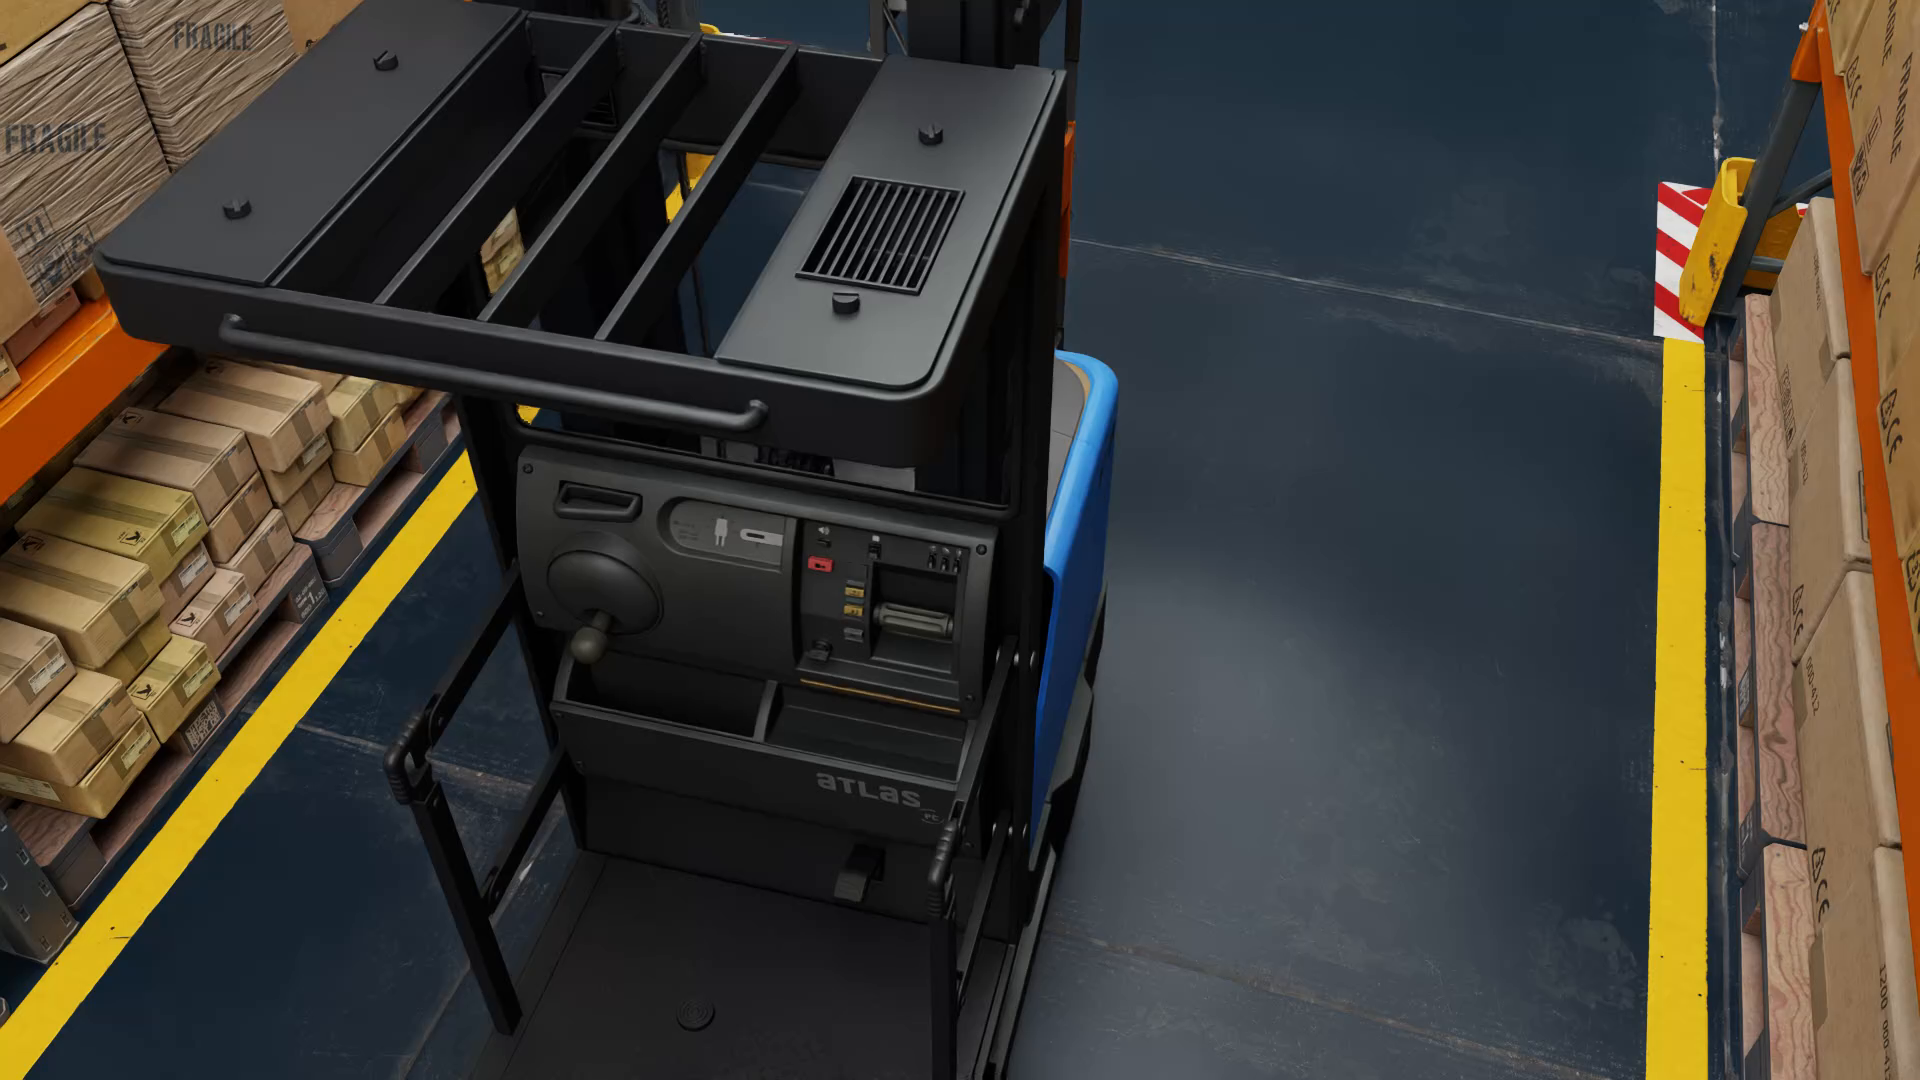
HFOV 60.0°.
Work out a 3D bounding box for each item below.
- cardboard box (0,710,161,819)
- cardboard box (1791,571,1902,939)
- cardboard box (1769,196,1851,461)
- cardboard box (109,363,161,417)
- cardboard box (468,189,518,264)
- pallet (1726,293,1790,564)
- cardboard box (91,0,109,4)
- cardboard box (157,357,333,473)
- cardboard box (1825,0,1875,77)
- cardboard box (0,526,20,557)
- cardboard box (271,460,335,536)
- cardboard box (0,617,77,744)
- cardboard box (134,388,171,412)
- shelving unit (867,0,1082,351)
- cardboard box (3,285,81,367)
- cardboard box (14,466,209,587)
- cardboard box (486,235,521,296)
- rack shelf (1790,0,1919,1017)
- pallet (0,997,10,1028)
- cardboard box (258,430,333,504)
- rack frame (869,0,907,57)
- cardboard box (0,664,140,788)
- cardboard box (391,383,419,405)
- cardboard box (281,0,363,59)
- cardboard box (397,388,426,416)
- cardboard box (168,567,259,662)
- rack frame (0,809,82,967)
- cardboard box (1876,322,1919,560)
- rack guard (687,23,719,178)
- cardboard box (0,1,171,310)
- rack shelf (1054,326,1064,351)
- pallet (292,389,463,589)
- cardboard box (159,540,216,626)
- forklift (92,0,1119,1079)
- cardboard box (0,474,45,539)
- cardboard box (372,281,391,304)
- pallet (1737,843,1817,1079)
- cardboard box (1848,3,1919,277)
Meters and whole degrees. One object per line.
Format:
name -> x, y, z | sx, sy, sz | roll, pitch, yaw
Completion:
cardboard box -> -2.321, 0.542, 4.289 | 0.380, 0.149, 0.250 | 11, 45, 11
cardboard box -> 2.574, 0.602, 4.022 | 0.875, 0.438, 0.875 | 11, 45, 11
cardboard box -> 3.118, -0.610, 5.261 | 0.875, 0.438, 0.875 | 11, 45, 11
cardboard box -> -2.622, -0.491, 4.919 | 0.380, 0.149, 0.250 | 10, 45, 11
cardboard box -> -1.700, -1.051, 5.492 | 0.380, 0.149, 0.250 | 14, 46, 14
pallet -> 3.055, -0.291, 5.396 | 1.003, 0.211, 1.213 | 13, 46, 13
cardboard box -> -2.044, -1.579, 3.719 | 0.500, 0.500, 0.500 | 13, 46, 13
cardboard box -> -2.054, -0.363, 4.789 | 0.380, 0.149, 0.250 | 13, 46, 13
cardboard box -> 2.803, -1.614, 4.683 | 0.500, 0.500, 0.500 | 12, 46, 12
cardboard box -> -2.810, -0.032, 4.663 | 0.380, 0.149, 0.250 | 11, 45, 11
cardboard box -> -2.137, -0.178, 5.026 | 0.380, 0.149, 0.250 | 11, 45, 11
cardboard box -> -2.435, 0.319, 4.093 | 0.380, 0.149, 0.250 | 14, 46, 14
cardboard box -> -2.582, -0.352, 4.991 | 0.380, 0.149, 0.250 | 14, 46, 13
shelving unit -> 0.050, -0.861, 4.628 | 0.431, 2.100, 0.503 | 13, 46, 13
cardboard box -> -2.301, -0.558, 3.856 | 0.380, 0.149, 0.250 | 11, 45, 11
cardboard box -> -2.266, -0.032, 4.450 | 0.380, 0.149, 0.250 | 12, 46, 12
cardboard box -> -1.714, -0.949, 5.600 | 0.380, 0.149, 0.250 | 13, 46, 13
rack shelf -> 2.617, -0.247, 3.872 | 1.077, 0.370, 4.000 | 13, 46, 13
pallet -> -2.971, 1.364, 3.705 | 1.003, 0.211, 1.213 | 13, 46, 13
cardboard box -> -2.102, -0.279, 4.915 | 0.380, 0.149, 0.250 | 15, 46, 14
rack frame -> -0.024, -0.698, 4.462 | 0.400, 2.100, 0.015 | 13, 46, 13
cardboard box -> -2.322, 0.437, 4.184 | 0.380, 0.149, 0.250 | 14, 46, 14
cardboard box -> -1.866, -0.592, 5.236 | 0.380, 0.149, 0.250 | 13, 46, 13
cardboard box -> -1.883, -1.594, 4.450 | 0.500, 0.500, 0.500 | 15, 46, 15
cardboard box -> -1.960, -0.522, 5.377 | 0.380, 0.149, 0.250 | 14, 46, 14
cardboard box -> -2.214, 0.188, 4.651 | 0.380, 0.149, 0.250 | 12, 46, 12
rack frame -> -2.737, -0.152, 3.261 | 1.000, 3.000, 0.127 | 13, 46, 13
cardboard box -> 2.197, -0.252, 3.292 | 0.500, 0.500, 0.500 | 12, 46, 12
rack guard -> -1.549, -1.874, 6.808 | 1.175, 0.500, 0.348 | 13, 46, 13
cardboard box -> -2.204, -0.902, 3.743 | 0.500, 0.500, 0.500 | 13, 46, 12
rack shelf -> 0.050, -0.351, 5.127 | 0.431, 0.518, 0.480 | 13, 46, 13
pallet -> -2.200, -0.426, 5.535 | 1.003, 0.211, 1.213 | 13, 46, 13
cardboard box -> -2.292, 0.079, 4.550 | 0.380, 0.149, 0.250 | 12, 46, 12
forklift -> -0.445, 0.177, 2.974 | 1.130, 2.935, 3.031 | 10, 45, 10
cardboard box -> -2.769, -0.134, 4.555 | 0.380, 0.149, 0.250 | 12, 46, 12
cardboard box -> -1.938, -0.718, 5.151 | 0.380, 0.149, 0.250 | 13, 46, 13
pallet -> 2.316, 1.336, 3.734 | 1.003, 0.211, 1.213 | 13, 46, 13
cardboard box -> 2.506, -0.935, 3.990 | 0.500, 0.500, 0.500 | 12, 46, 12
